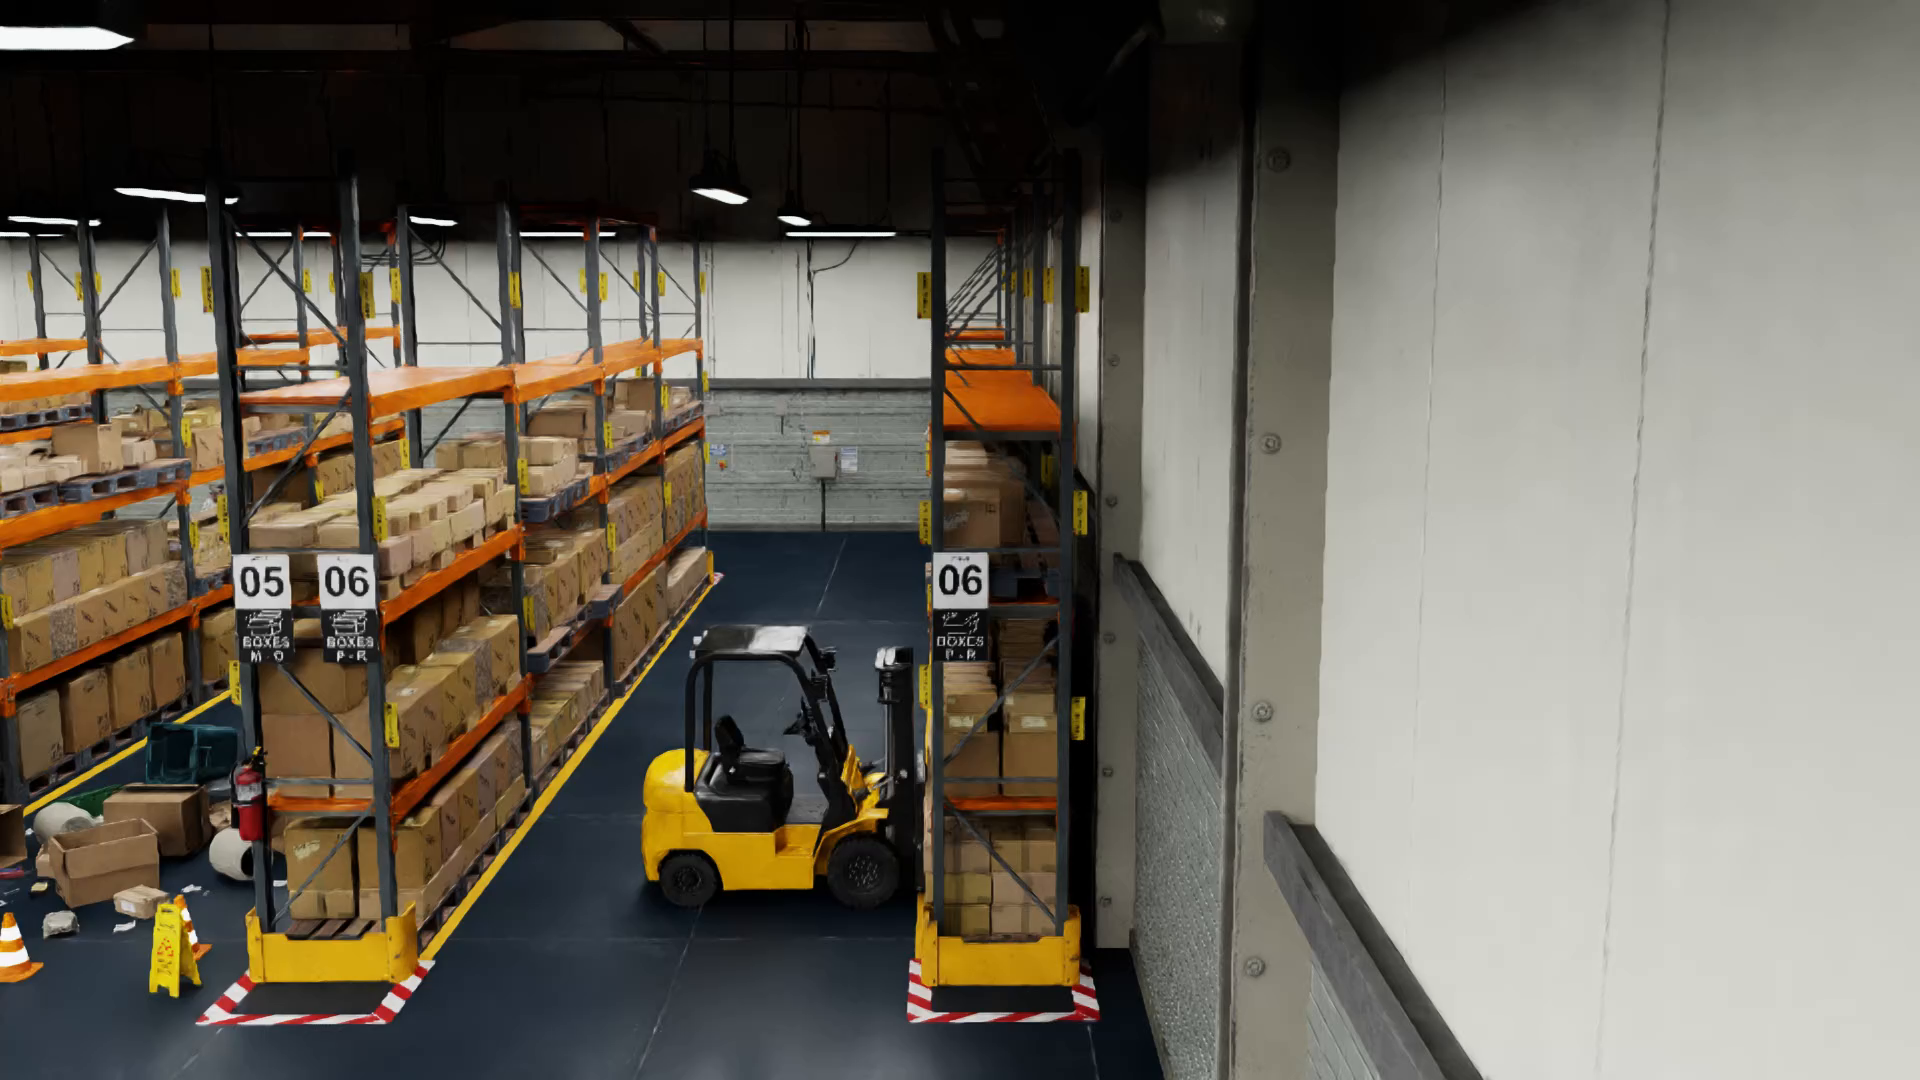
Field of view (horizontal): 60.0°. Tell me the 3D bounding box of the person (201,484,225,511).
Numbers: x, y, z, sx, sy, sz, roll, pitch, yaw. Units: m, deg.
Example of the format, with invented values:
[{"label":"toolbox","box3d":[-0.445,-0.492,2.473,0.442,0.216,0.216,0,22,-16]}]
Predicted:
[{"label":"person","box3d":[-12.368,-0.121,27.851,0.664,1.715,0.542,0,9,-3]}]
